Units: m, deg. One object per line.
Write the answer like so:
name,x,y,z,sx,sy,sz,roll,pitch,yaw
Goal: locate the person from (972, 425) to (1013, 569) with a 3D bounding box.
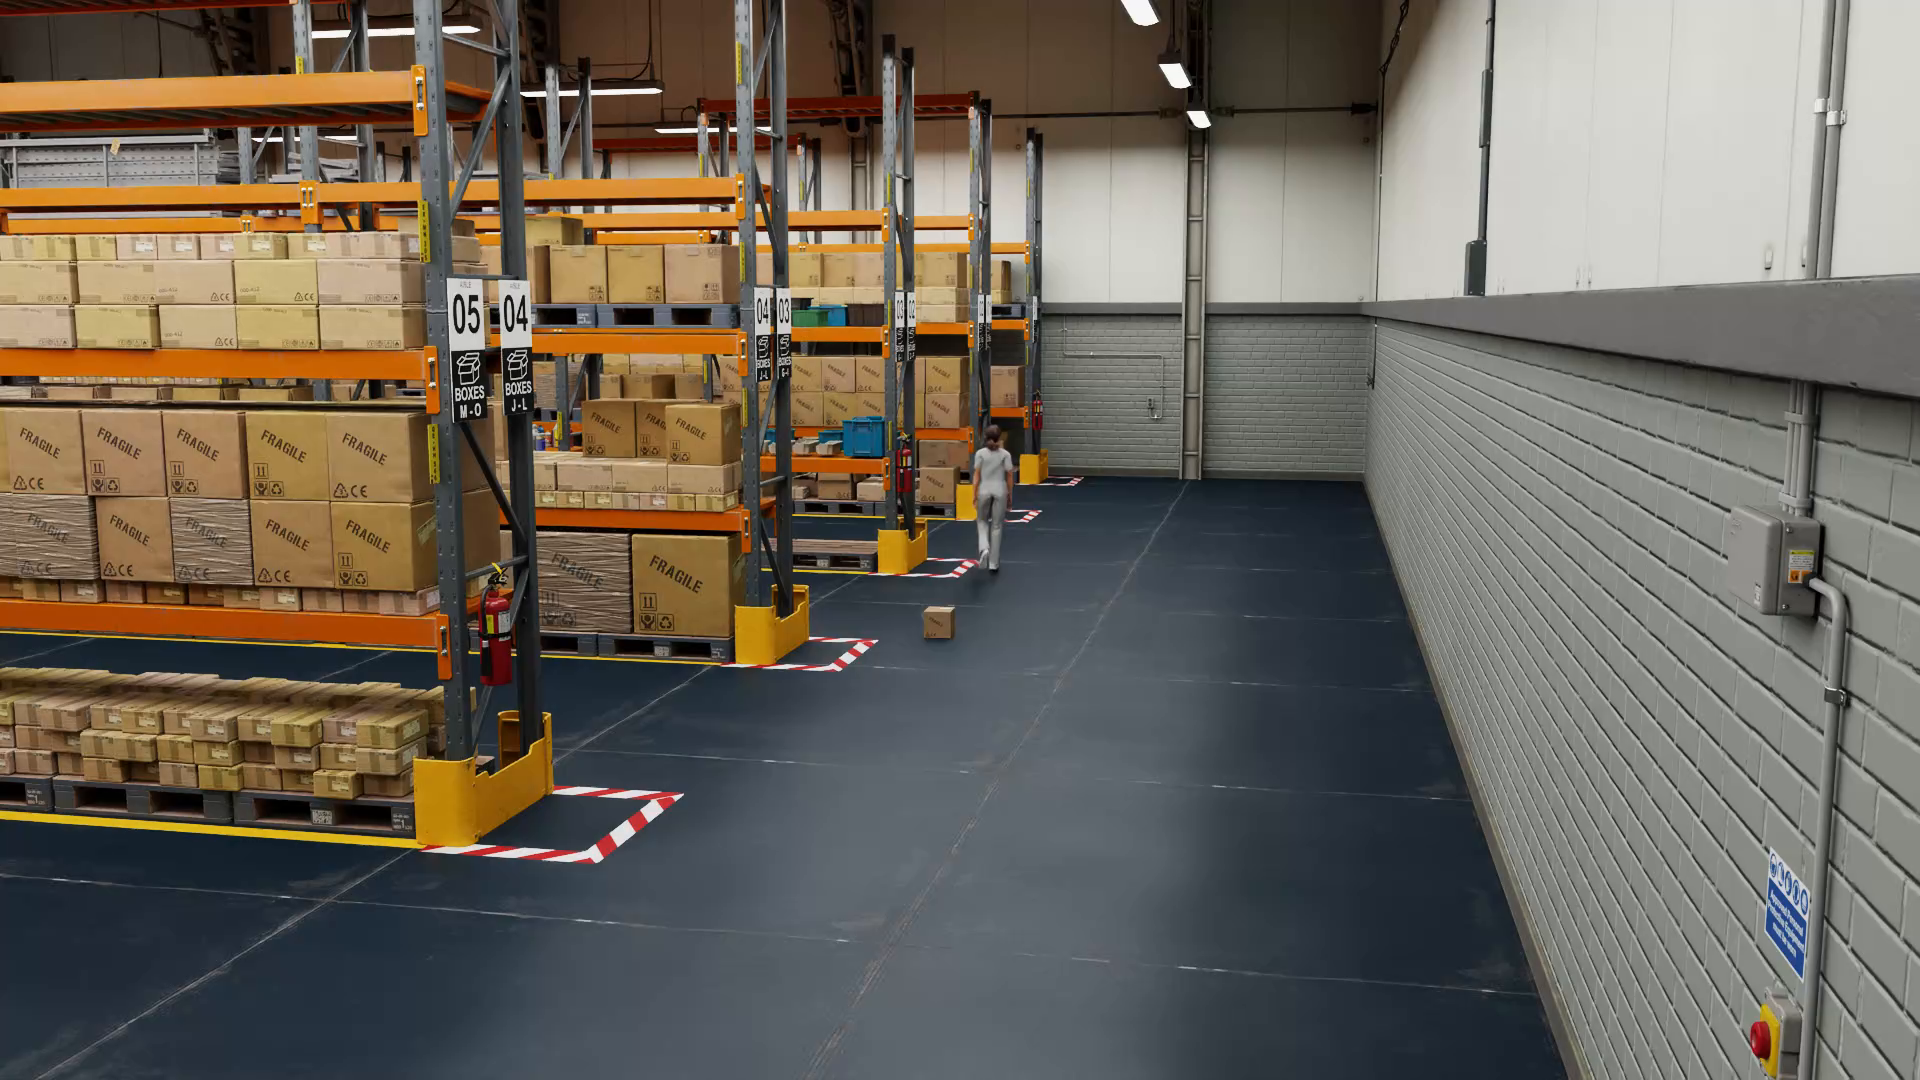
person,0.384,-0.490,19.184,0.473,1.690,0.470,1,8,7
